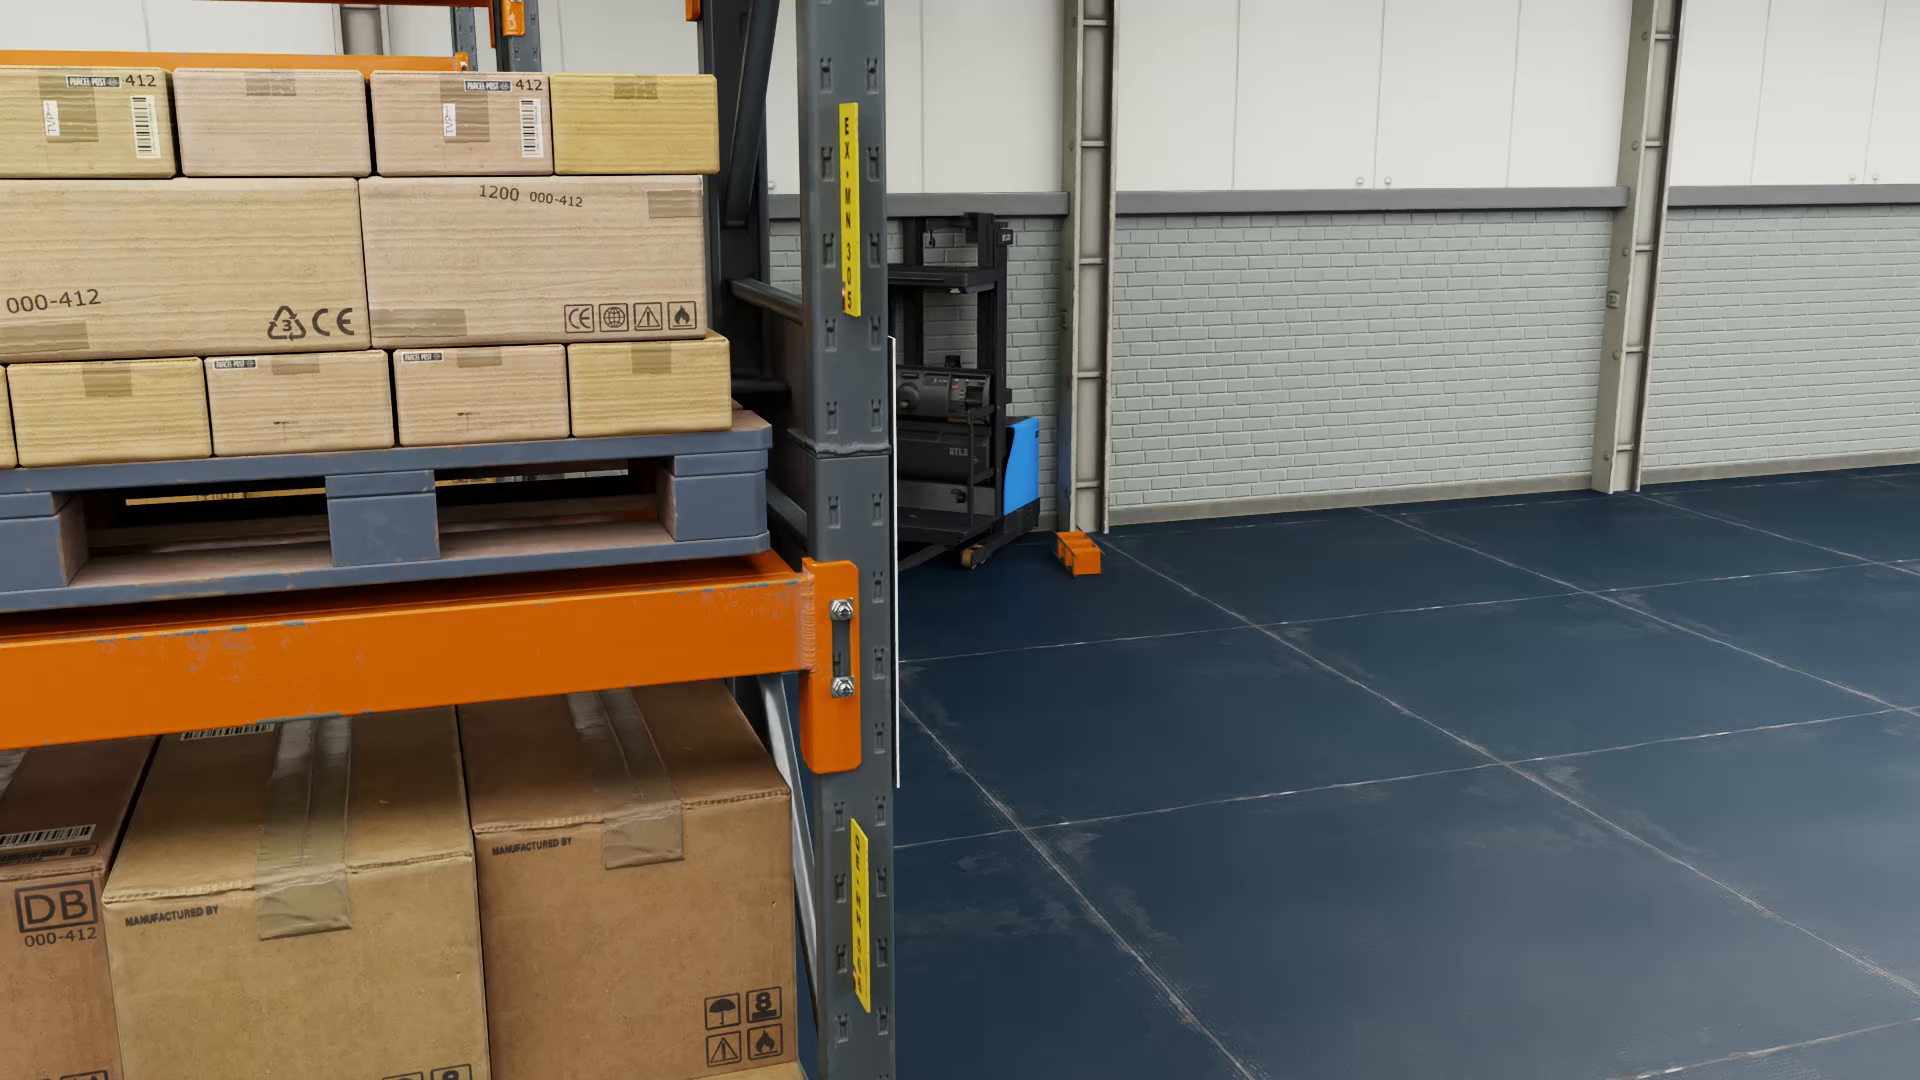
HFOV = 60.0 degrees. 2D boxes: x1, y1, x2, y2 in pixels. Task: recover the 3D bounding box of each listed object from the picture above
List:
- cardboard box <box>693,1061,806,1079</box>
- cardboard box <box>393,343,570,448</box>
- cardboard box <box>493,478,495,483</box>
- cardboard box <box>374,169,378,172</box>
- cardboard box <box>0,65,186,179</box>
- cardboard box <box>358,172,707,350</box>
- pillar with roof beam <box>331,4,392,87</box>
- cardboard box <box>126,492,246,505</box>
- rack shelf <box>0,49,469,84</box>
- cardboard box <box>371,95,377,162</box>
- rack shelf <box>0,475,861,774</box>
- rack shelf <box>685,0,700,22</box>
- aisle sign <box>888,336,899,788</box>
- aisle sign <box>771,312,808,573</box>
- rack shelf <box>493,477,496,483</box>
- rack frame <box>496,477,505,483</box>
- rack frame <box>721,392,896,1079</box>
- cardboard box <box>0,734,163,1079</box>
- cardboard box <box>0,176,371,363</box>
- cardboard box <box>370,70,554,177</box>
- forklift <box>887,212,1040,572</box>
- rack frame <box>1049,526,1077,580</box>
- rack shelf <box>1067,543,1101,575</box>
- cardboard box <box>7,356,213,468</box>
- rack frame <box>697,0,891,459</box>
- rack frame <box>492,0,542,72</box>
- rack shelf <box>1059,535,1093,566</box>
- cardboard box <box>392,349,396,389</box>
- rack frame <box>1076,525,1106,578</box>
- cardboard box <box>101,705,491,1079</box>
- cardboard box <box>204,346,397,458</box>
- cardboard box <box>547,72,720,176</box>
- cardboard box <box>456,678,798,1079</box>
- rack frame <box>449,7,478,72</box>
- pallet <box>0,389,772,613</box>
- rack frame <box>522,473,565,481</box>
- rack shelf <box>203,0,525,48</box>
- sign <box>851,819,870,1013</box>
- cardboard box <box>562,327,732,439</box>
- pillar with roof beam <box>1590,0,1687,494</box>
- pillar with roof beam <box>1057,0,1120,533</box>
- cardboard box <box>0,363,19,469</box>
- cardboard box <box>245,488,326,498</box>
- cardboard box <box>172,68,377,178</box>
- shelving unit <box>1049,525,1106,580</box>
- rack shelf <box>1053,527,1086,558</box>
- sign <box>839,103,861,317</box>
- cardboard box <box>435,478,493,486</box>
[{"bbox_3d":[-0.671,1.177,3.389,0.550,0.550,0.875,-4,14,-18],"label":"cardboard box"},{"bbox_3d":[-0.780,-0.260,2.692,0.250,0.149,0.380,-4,14,-18],"label":"cardboard box"},{"bbox_3d":[-2.546,-0.085,8.159,0.500,0.500,0.500,-5,14,-19],"label":"cardboard box"},{"bbox_3d":[-0.873,-0.592,3.226,0.500,0.250,0.500,-4,14,-18],"label":"cardboard box"},{"bbox_3d":[-1.270,-0.610,2.438,0.250,0.149,0.380,-4,14,-17],"label":"cardboard box"},{"bbox_3d":[-0.709,-0.474,2.730,0.500,0.250,0.500,-4,14,-17],"label":"cardboard box"},{"bbox_3d":[-3.170,-3.075,8.623,0.400,9.000,9.100,-4,14,-18],"label":"pillar with roof beam"},{"bbox_3d":[-3.356,-0.364,7.172,0.500,0.500,0.700,-5,14,-19],"label":"cardboard box"},{"bbox_3d":[-5.491,-3.181,11.487,4.000,0.370,1.077,-4,14,-18],"label":"rack shelf"},{"bbox_3d":[-1.232,-0.773,3.126,0.250,0.149,0.380,-5,14,-19],"label":"cardboard box"},{"bbox_3d":[-2.230,0.251,2.679,4.000,0.370,1.077,-4,14,-18],"label":"rack shelf"},{"bbox_3d":[-2.230,-1.014,2.378,4.000,0.370,1.077,-4,14,-18],"label":"rack shelf"},{"bbox_3d":[-0.171,0.008,3.008,0.004,0.787,0.394,-4,14,-18],"label":"aisle sign"},{"bbox_3d":[-0.363,-0.123,3.561,0.004,0.787,0.394,-4,14,-18],"label":"aisle sign"},{"bbox_3d":[-5.491,-0.457,12.135,4.000,0.370,1.077,-4,14,-18],"label":"rack shelf"},{"bbox_3d":[-3.595,-0.954,12.672,0.127,3.000,1.000,-4,14,-18],"label":"rack frame"},{"bbox_3d":[-0.334,1.212,3.564,0.127,3.000,1.000,-4,14,-18],"label":"rack frame"},{"bbox_3d":[-1.764,0.705,3.038,0.550,0.550,0.875,-4,14,-18],"label":"cardboard box"},{"bbox_3d":[-1.183,-0.437,2.575,0.500,0.250,0.500,-4,14,-18],"label":"cardboard box"},{"bbox_3d":[-0.782,-0.648,2.599,0.250,0.149,0.380,-4,14,-18],"label":"cardboard box"},{"bbox_3d":[-0.256,-1.293,14.245,1.130,2.935,3.031,6,15,23],"label":"forklift"},{"bbox_3d":[0.876,0.103,14.215,0.008,0.200,1.050,-3,15,-9],"label":"rack frame"},{"bbox_3d":[1.040,0.163,13.972,0.240,0.215,0.259,-3,15,-9],"label":"rack shelf"},{"bbox_3d":[-1.263,-0.223,2.534,0.250,0.149,0.380,-4,14,-18],"label":"cardboard box"},{"bbox_3d":[-0.334,-1.706,2.869,0.127,3.000,1.000,-4,14,-18],"label":"rack frame"},{"bbox_3d":[-2.009,-2.784,7.402,0.127,3.000,1.000,-4,14,-18],"label":"rack frame"},{"bbox_3d":[0.995,0.094,14.243,0.240,0.215,0.259,-3,15,-9],"label":"rack shelf"},{"bbox_3d":[-1.003,-0.404,3.295,0.250,0.149,0.380,-4,14,-18],"label":"cardboard box"},{"bbox_3d":[1.117,0.090,14.252,0.008,0.200,1.050,-3,15,-9],"label":"rack frame"},{"bbox_3d":[-1.190,0.694,3.086,0.550,0.550,0.875,-4,14,-18],"label":"cardboard box"},{"bbox_3d":[-1.023,-0.241,2.612,0.250,0.149,0.380,-4,14,-17],"label":"cardboard box"},{"bbox_3d":[-0.545,-0.666,2.676,0.250,0.149,0.380,-4,14,-18],"label":"cardboard box"},{"bbox_3d":[-0.698,0.633,3.342,0.550,0.550,0.875,-4,14,-18],"label":"cardboard box"},{"bbox_3d":[-3.595,-3.873,11.978,0.127,3.000,1.000,-4,14,-18],"label":"rack frame"},{"bbox_3d":[-1.034,-0.147,2.987,1.213,0.211,1.003,-4,14,-18],"label":"pallet"},{"bbox_3d":[-2.009,0.134,8.096,0.127,3.000,1.000,-4,14,-18],"label":"rack frame"},{"bbox_3d":[-3.904,-2.285,6.865,4.000,0.370,1.077,-4,14,-18],"label":"rack shelf"},{"bbox_3d":[-0.174,0.654,2.898,0.005,0.325,0.100,-4,14,-18],"label":"sign"},{"bbox_3d":[-0.541,-0.279,2.770,0.250,0.149,0.380,-4,14,-18],"label":"cardboard box"},{"bbox_3d":[8.204,-3.960,12.347,0.400,9.000,9.100,-4,14,-18],"label":"pillar with roof beam"},{"bbox_3d":[2.517,-3.518,10.485,0.400,9.000,9.100,-4,14,-18],"label":"pillar with roof beam"},{"bbox_3d":[-1.506,-0.204,2.454,0.250,0.149,0.380,-5,14,-19],"label":"cardboard box"},{"bbox_3d":[-2.905,-0.424,7.425,0.500,0.500,0.700,-4,14,-18],"label":"cardboard box"},{"bbox_3d":[-1.025,-0.629,2.520,0.250,0.149,0.380,-4,14,-17],"label":"cardboard box"},{"bbox_3d":[0.996,0.096,14.233,0.252,0.215,1.050,-3,15,-9],"label":"shelving unit"},{"bbox_3d":[0.950,0.026,14.509,0.240,0.215,0.259,-3,15,-9],"label":"rack shelf"},{"bbox_3d":[-0.174,-0.519,2.618,0.005,0.325,0.100,-4,14,-18],"label":"sign"},{"bbox_3d":[-2.423,-0.460,7.575,0.500,0.500,0.700,-5,14,-19],"label":"cardboard box"}]
